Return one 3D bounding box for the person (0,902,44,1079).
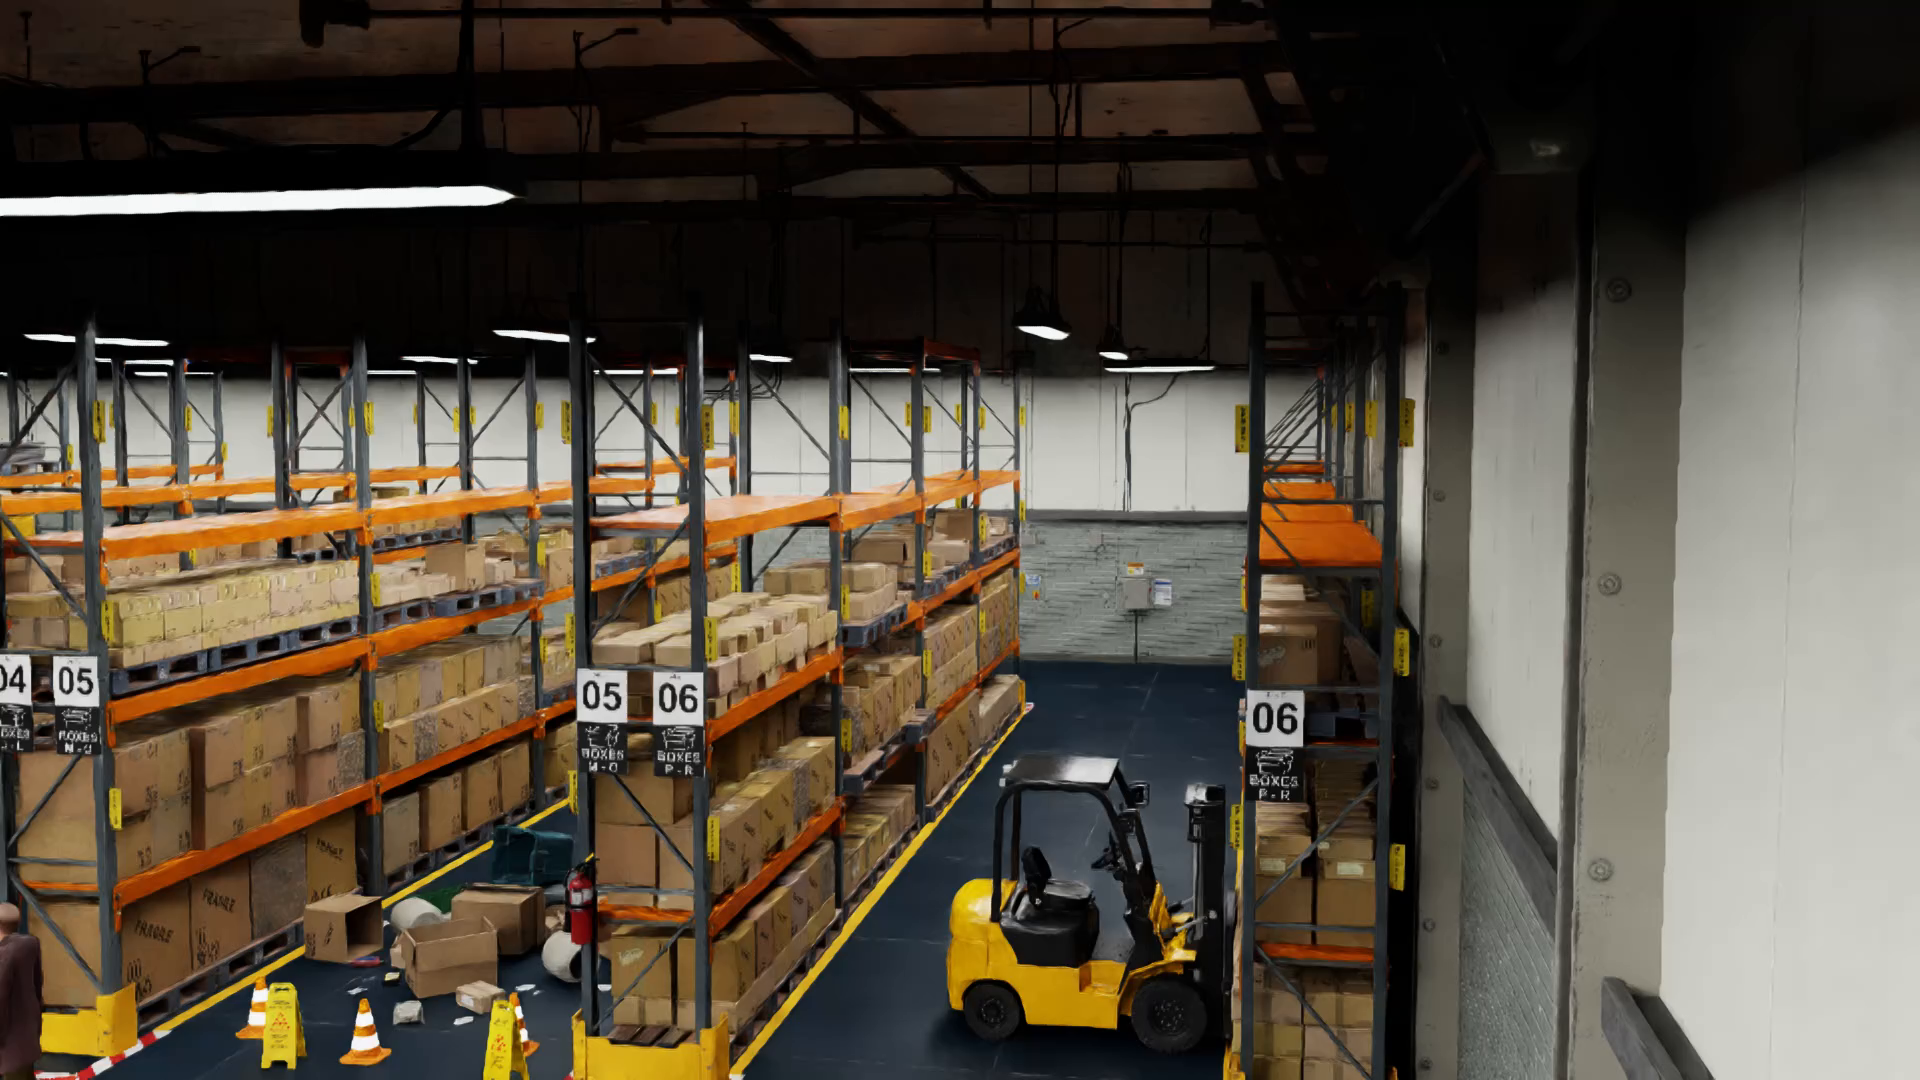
[{"bbox_3d":[-6.482,3.362,11.374,0.586,1.776,0.706,-1,5,-6],"label":"person"}]
